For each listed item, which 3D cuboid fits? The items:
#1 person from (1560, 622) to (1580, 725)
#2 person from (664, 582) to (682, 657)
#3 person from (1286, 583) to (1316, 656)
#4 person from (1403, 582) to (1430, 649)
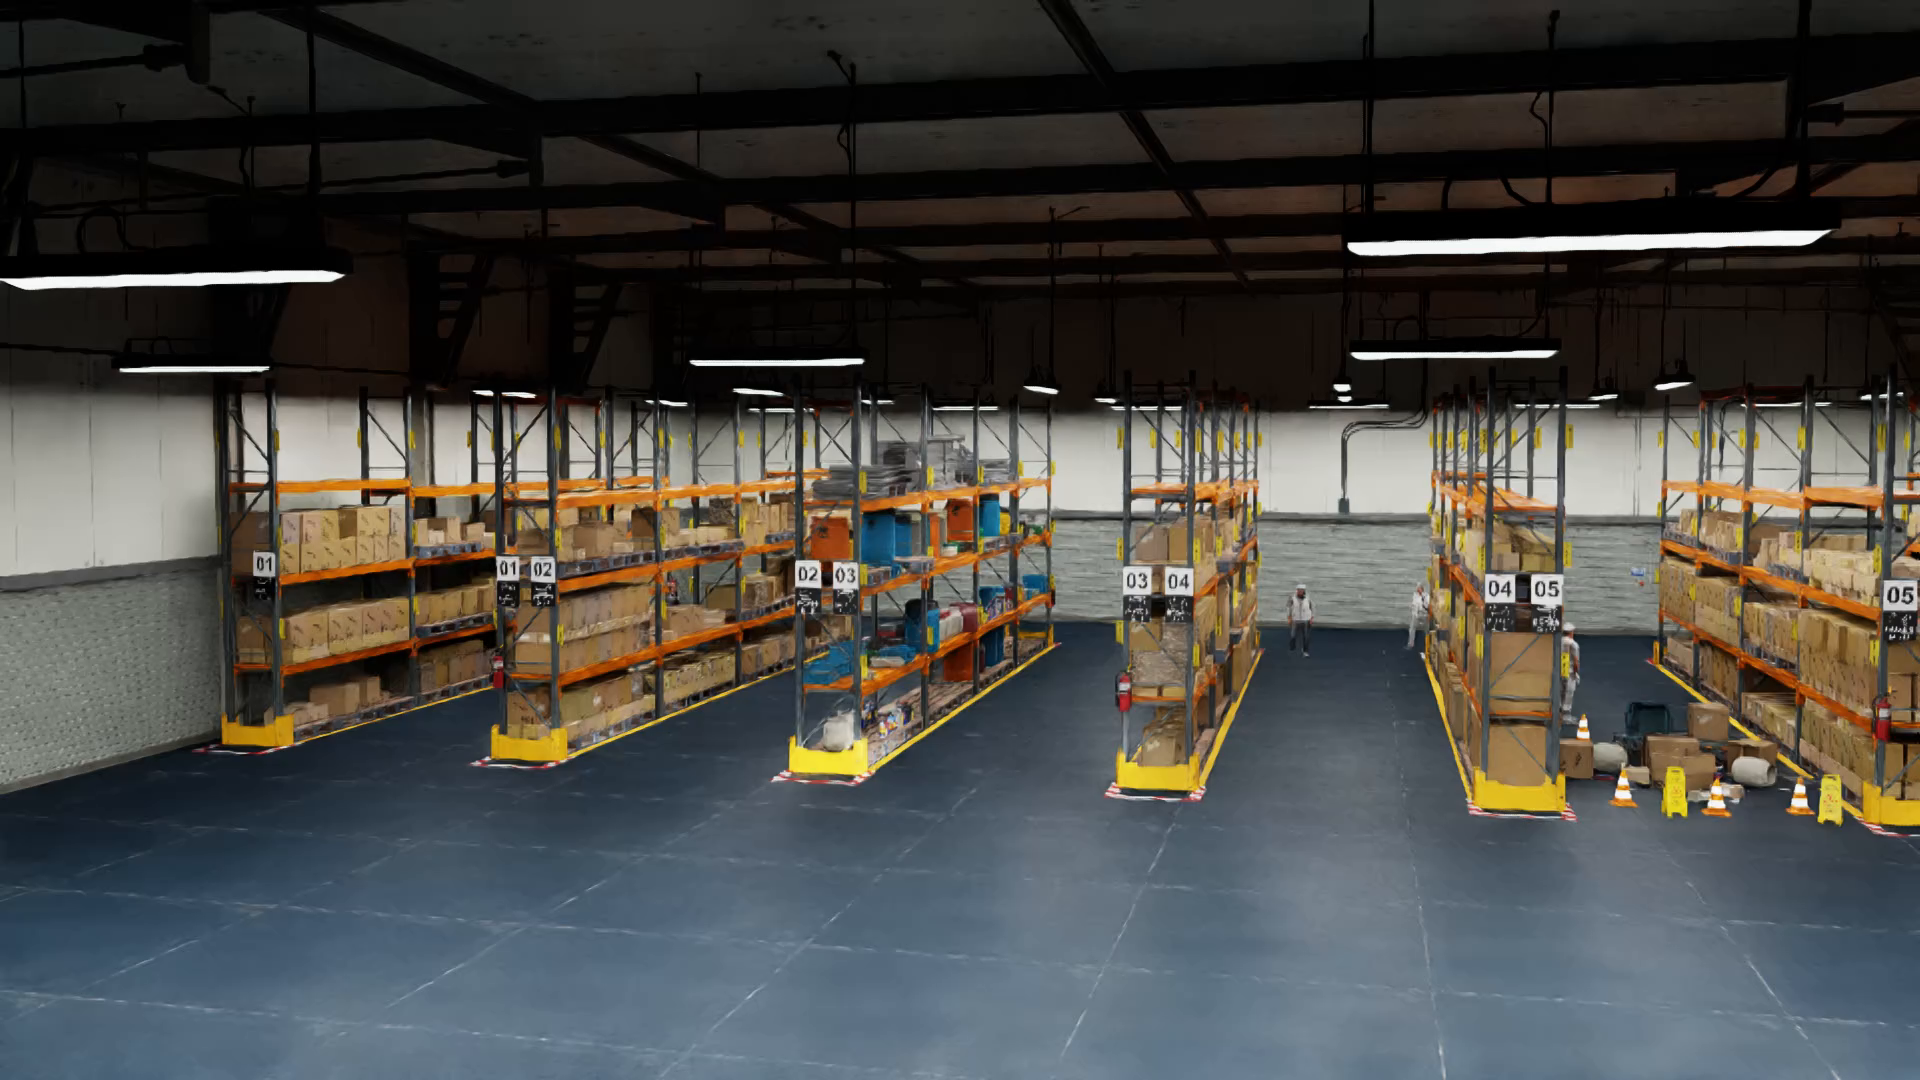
[{"bbox_3d":[10.734,2.334,29.277,0.451,1.789,0.605,-1,4,-15],"label":"person"},{"bbox_3d":[-6.607,1.820,38.381,0.466,1.726,0.595,0,3,-8],"label":"person"},{"bbox_3d":[7.881,1.839,38.491,0.677,1.726,0.574,1,3,11],"label":"person"},{"bbox_3d":[11.049,1.806,39.851,0.523,1.610,0.934,3,4,38],"label":"person"}]
